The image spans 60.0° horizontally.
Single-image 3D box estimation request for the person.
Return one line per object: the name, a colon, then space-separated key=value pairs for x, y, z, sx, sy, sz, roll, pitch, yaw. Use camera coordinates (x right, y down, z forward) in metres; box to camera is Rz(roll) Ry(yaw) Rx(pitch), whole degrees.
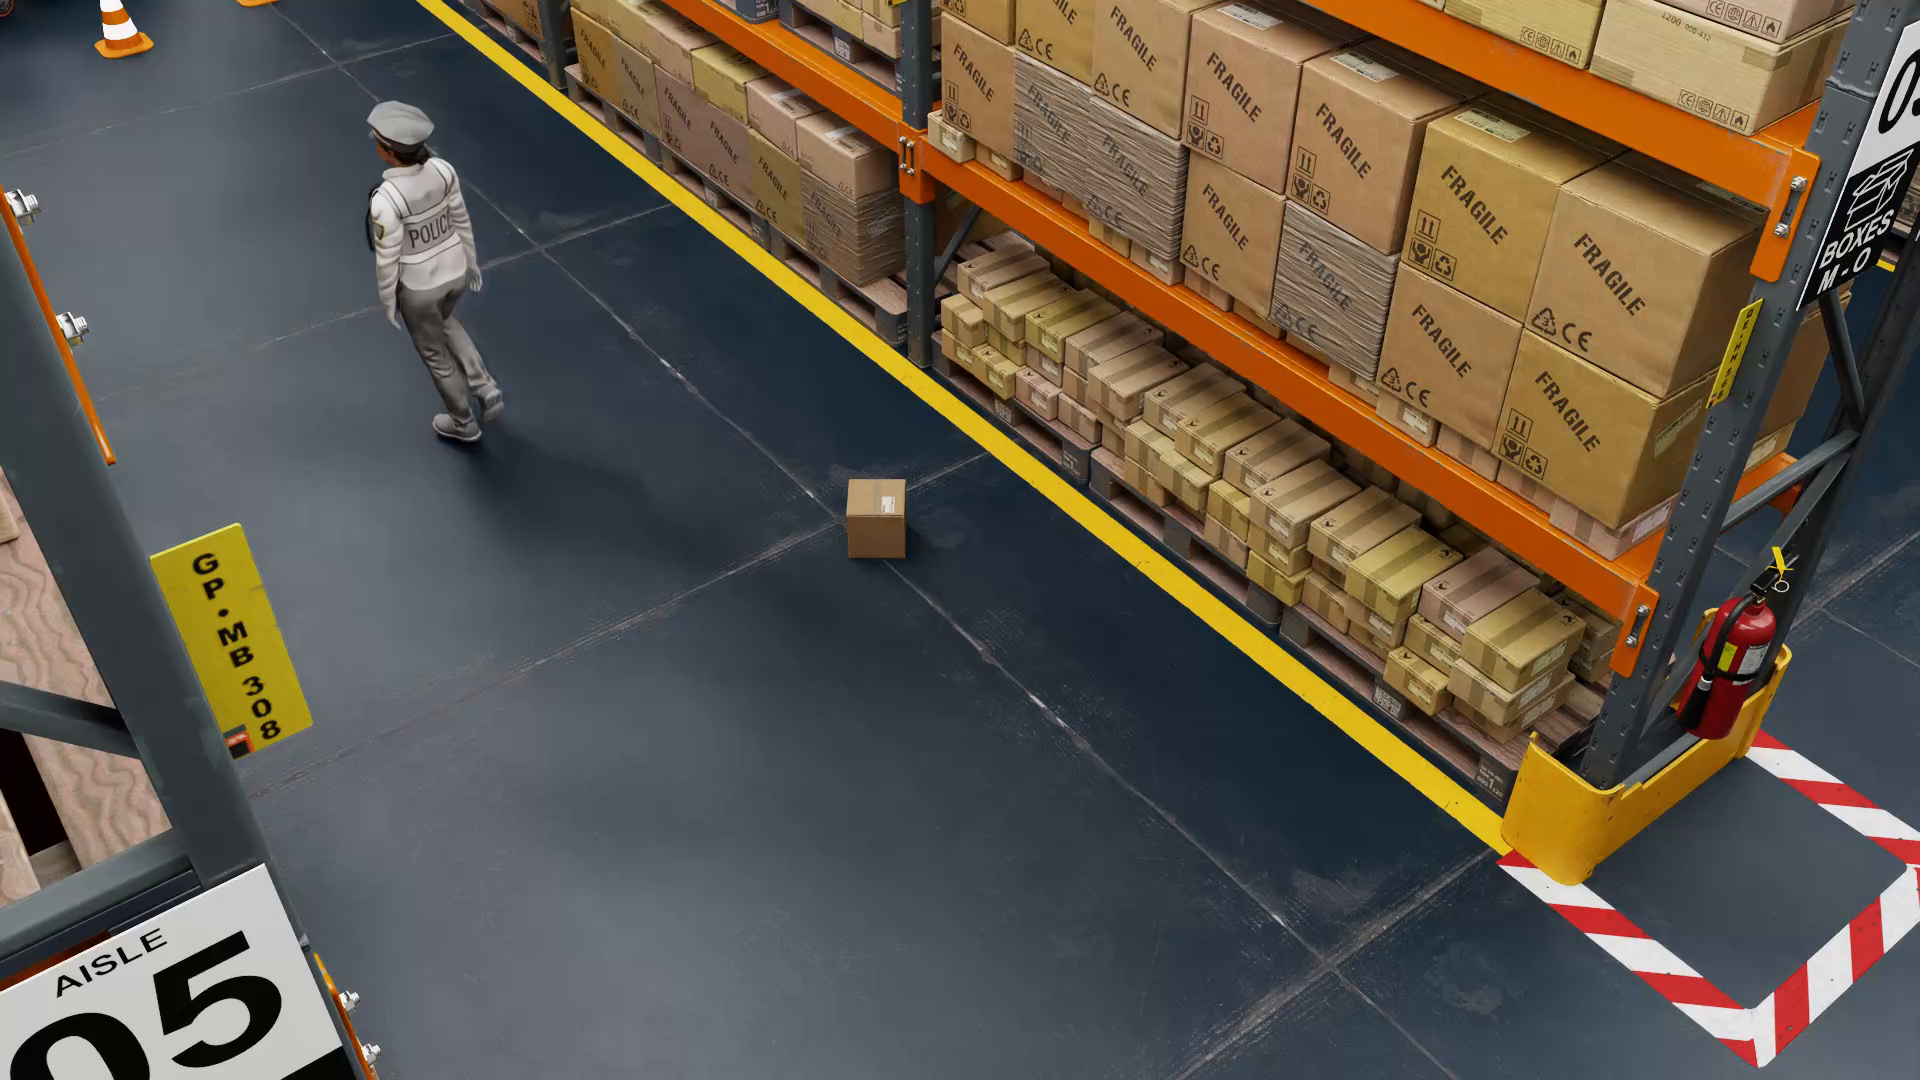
person: x=-2.398 y=-1.173 z=7.462 sx=0.433 sy=1.684 sz=0.514 roll=22 pitch=45 yaw=24
